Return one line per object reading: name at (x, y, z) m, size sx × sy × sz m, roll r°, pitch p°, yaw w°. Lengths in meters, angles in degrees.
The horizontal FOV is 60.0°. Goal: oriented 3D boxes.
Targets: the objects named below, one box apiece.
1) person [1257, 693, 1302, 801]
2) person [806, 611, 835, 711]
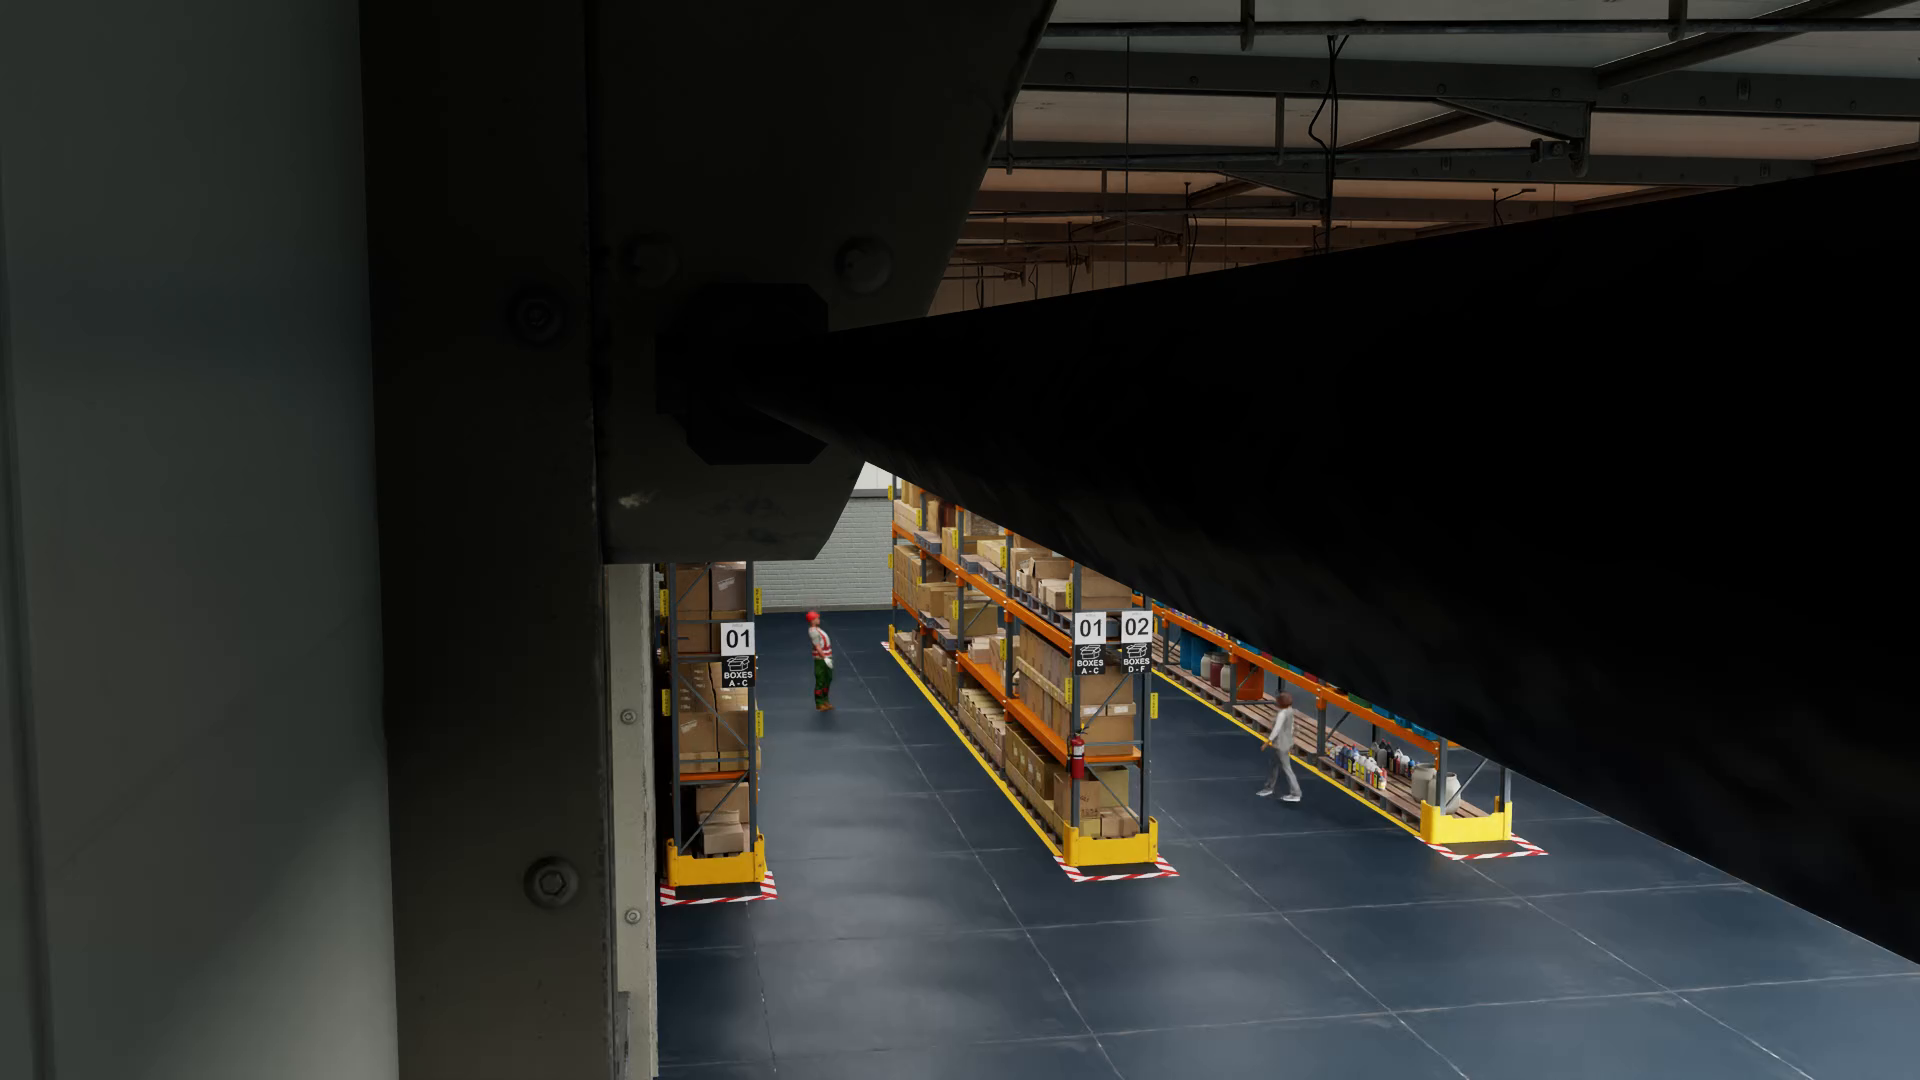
person at (4.575, 2.965, 23.881) m, size 0.726 × 1.598 × 0.449 m, roll 3°, pitch 7°, yaw 27°
person at (-2.458, 2.184, 30.044) m, size 0.617 × 1.815 × 0.664 m, roll 3°, pitch 7°, yaw 24°
